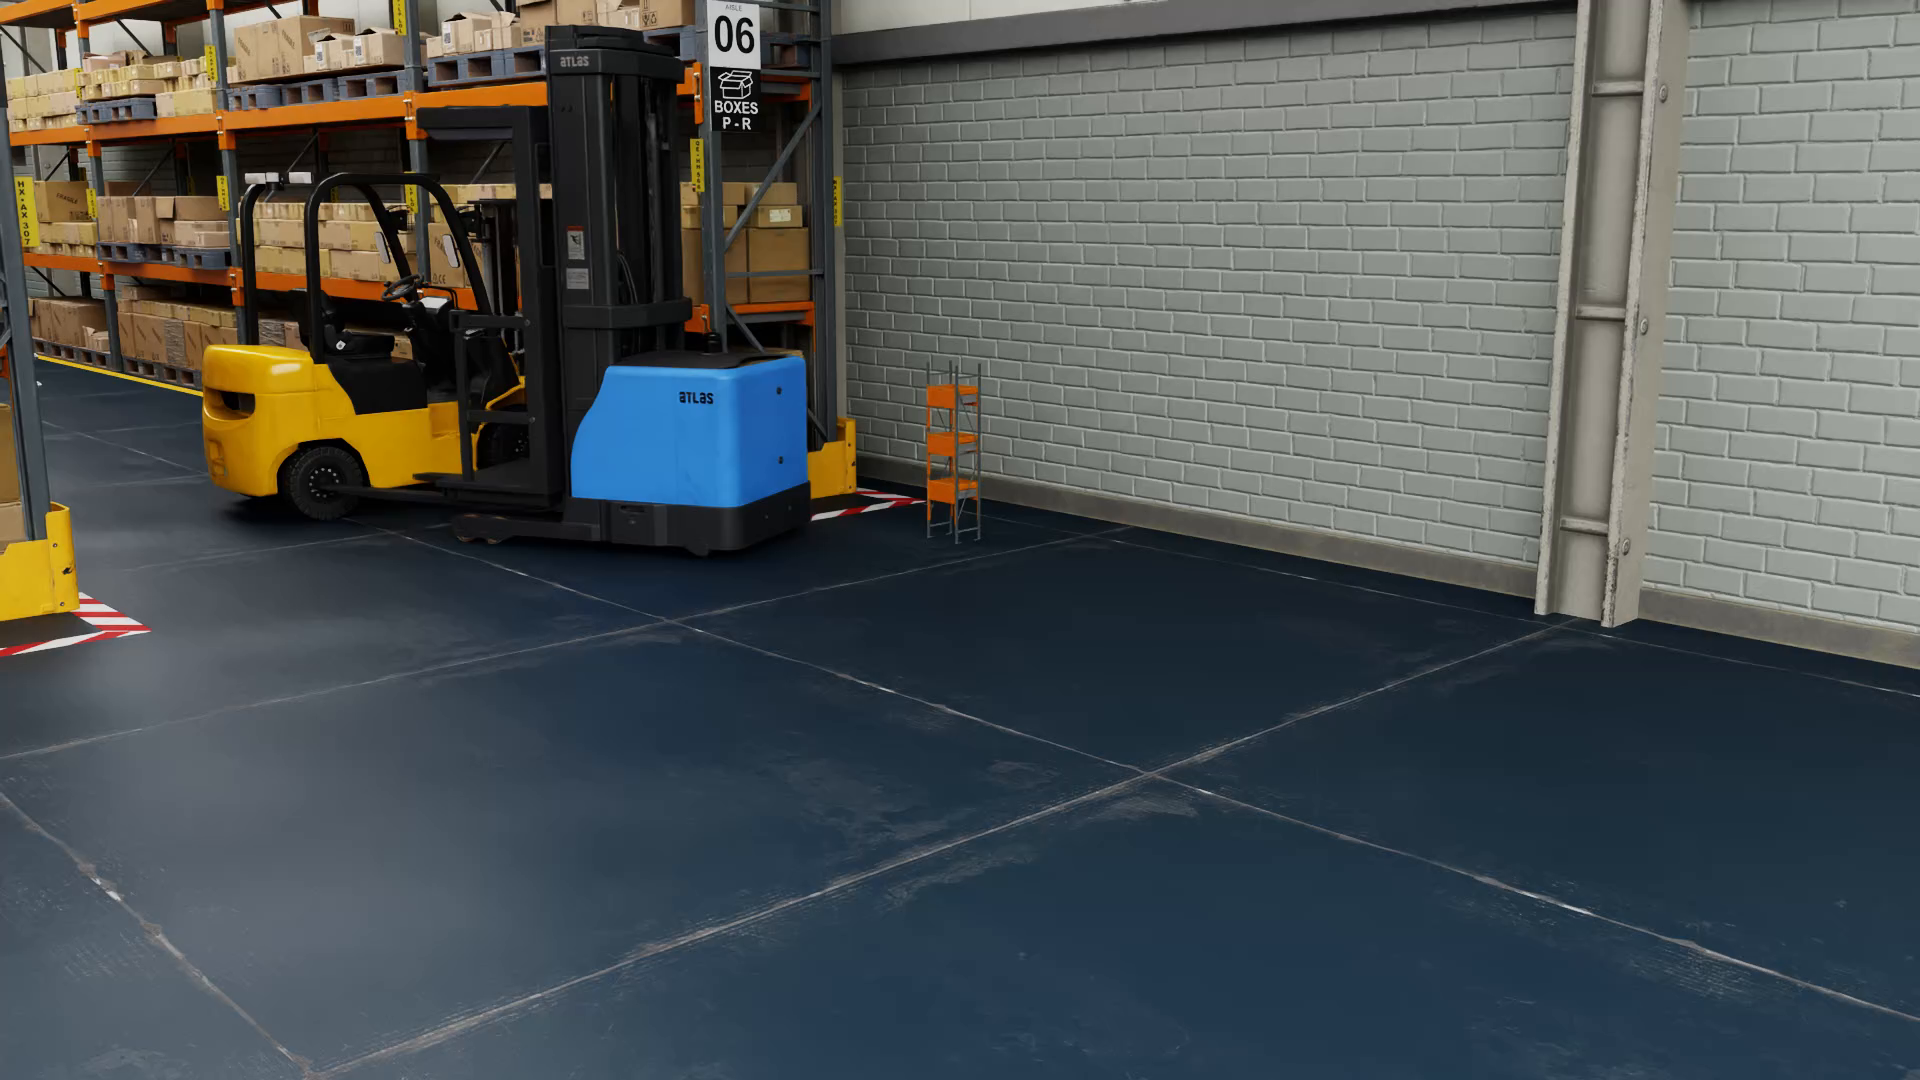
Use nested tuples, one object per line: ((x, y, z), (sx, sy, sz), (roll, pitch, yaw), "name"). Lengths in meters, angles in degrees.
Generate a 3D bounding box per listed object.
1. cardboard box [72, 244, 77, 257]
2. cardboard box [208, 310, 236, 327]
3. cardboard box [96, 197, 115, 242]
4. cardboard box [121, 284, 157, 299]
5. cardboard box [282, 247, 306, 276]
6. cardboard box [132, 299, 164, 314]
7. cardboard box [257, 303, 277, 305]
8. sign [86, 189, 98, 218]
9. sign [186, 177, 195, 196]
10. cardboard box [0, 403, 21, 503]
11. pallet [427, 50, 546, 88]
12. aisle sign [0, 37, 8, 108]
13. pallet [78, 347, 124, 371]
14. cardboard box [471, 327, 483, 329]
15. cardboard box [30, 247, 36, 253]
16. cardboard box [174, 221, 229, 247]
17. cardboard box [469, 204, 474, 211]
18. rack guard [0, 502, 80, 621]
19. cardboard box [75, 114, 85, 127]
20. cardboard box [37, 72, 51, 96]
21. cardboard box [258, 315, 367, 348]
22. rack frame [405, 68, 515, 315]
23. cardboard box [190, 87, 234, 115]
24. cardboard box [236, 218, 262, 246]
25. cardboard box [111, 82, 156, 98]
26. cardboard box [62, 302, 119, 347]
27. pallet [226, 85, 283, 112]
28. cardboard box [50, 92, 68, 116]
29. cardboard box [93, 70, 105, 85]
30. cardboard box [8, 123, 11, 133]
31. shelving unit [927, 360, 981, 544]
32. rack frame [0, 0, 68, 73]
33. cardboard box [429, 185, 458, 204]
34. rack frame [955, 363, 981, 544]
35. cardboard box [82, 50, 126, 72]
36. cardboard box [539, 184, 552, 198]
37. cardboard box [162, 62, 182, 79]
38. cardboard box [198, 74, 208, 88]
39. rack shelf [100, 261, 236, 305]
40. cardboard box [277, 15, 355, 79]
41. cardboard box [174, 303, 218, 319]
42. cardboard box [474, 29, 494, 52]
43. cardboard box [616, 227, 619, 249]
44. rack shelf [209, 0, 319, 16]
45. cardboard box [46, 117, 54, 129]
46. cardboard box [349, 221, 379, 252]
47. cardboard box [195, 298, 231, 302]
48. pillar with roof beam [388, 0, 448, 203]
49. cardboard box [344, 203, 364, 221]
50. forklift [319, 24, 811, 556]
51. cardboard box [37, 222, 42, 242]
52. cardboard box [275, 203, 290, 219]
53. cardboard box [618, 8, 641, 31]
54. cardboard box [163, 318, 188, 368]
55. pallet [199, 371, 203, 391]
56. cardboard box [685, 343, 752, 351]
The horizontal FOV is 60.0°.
((-10.493, -3.503, 20.101), (0.380, 0.149, 0.250), (-10, 16, -41), "cardboard box")
((-7.509, -2.290, 17.141), (0.250, 0.149, 0.380), (11, 16, 42), "cardboard box")
((-9.364, -3.656, 18.933), (0.700, 0.500, 0.500), (-10, 16, -41), "cardboard box")
((-9.437, -2.867, 19.201), (0.380, 0.149, 0.250), (-11, 16, -44), "cardboard box")
((-5.939, -2.598, 15.462), (0.500, 0.250, 0.500), (11, 16, 43), "cardboard box")
((-9.233, -2.683, 19.046), (0.250, 0.149, 0.380), (11, 16, 44), "cardboard box")
((-7.638, -2.489, 18.106), (0.380, 0.149, 0.250), (-11, 16, -44), "cardboard box")
((-9.923, -3.850, 19.020), (0.100, 0.325, 0.005), (-11, 16, -43), "sign")
((-9.137, -4.148, 19.741), (0.100, 0.325, 0.005), (-11, 16, -43), "sign")
((-5.210, -0.445, 8.553), (0.500, 0.500, 0.500), (11, 16, 43), "cardboard box")
((-3.403, -3.640, 12.932), (1.003, 0.211, 1.213), (-11, 16, -43), "pallet")
((-4.569, -2.367, 7.522), (0.394, 0.787, 0.004), (-11, 16, -43), "aisle sign")
((-10.009, -2.237, 20.248), (1.003, 0.211, 1.213), (-11, 16, -43), "pallet")
((-3.904, -1.570, 13.392), (0.500, 0.250, 0.500), (-11, 16, -43), "cardboard box")
((-11.724, -3.768, 21.388), (0.380, 0.149, 0.250), (-10, 15, -41), "cardboard box")
((-7.736, -3.160, 17.147), (0.500, 0.250, 0.500), (11, 16, 42), "cardboard box")
((-3.601, -2.547, 12.985), (0.380, 0.149, 0.250), (-11, 16, -43), "cardboard box")
((-4.889, 0.154, 7.925), (1.175, 0.500, 0.348), (-11, 16, -43), "rack guard")
((-9.998, -4.860, 19.257), (0.380, 0.149, 0.250), (-11, 16, -43), "cardboard box")
((-10.759, -5.477, 20.024), (0.500, 0.250, 0.500), (-11, 16, -42), "cardboard box")
((-6.353, -1.869, 16.392), (0.875, 0.625, 0.625), (-10, 15, -41), "cardboard box")
((-4.011, -2.335, 13.812), (1.000, 3.000, 0.127), (-11, 16, -43), "rack frame")
((-7.304, -4.356, 16.558), (0.500, 0.250, 0.500), (11, 16, 43), "cardboard box")
((-6.662, -2.988, 16.114), (0.500, 0.250, 0.500), (-11, 16, -43), "cardboard box")
((-8.910, -4.856, 17.947), (0.380, 0.149, 0.250), (-11, 16, -43), "cardboard box")
((-10.665, -2.684, 20.658), (0.500, 0.500, 0.700), (11, 16, 43), "cardboard box")
((-6.240, -4.209, 15.942), (1.213, 0.211, 1.003), (-10, 15, -40), "pallet")
((-10.417, -5.154, 19.695), (0.500, 0.250, 0.500), (11, 16, 43), "cardboard box")
((-9.267, -5.073, 18.262), (0.380, 0.149, 0.250), (-11, 16, -44), "cardboard box")
((-12.046, -5.319, 21.485), (0.380, 0.149, 0.250), (-11, 16, -42), "cardboard box")
((-0.037, -0.522, 9.843), (0.215, 1.050, 0.252), (-11, 16, -43), "shelving unit")
((-12.298, -7.025, 21.708), (1.000, 3.000, 0.127), (-11, 16, -43), "rack frame")
((-4.006, -2.760, 13.280), (0.380, 0.149, 0.250), (-10, 16, -41), "cardboard box")
((0.047, -0.504, 9.757), (0.200, 1.050, 0.008), (-11, 16, -43), "rack frame")
((-9.580, -5.359, 18.628), (0.396, 0.266, 0.258), (-11, 16, -43), "cardboard box")
((-2.874, -2.549, 12.257), (0.380, 0.149, 0.250), (-11, 16, -42), "cardboard box")
((-7.945, -4.817, 17.074), (0.380, 0.149, 0.250), (-11, 16, -44), "cardboard box")
((-7.357, -4.569, 16.603), (0.250, 0.149, 0.380), (11, 16, 44), "cardboard box")
((-8.155, -2.859, 18.135), (1.077, 0.370, 4.000), (-11, 16, -43), "rack shelf")
((-5.747, -4.404, 14.882), (0.500, 0.500, 0.500), (-10, 16, -41), "cardboard box")
((-8.326, -2.495, 18.136), (0.380, 0.149, 0.250), (-11, 16, -42), "cardboard box")
((-3.390, -3.716, 12.415), (0.380, 0.149, 0.250), (-10, 15, -41), "cardboard box")
((-2.130, -1.913, 11.514), (0.500, 0.500, 0.500), (-10, 15, -41), "cardboard box")
((-5.392, -5.017, 14.737), (1.077, 0.370, 4.000), (-11, 16, -43), "rack shelf")
((-10.852, -5.052, 20.189), (0.380, 0.149, 0.250), (-11, 16, -42), "cardboard box")
((-4.896, -2.617, 14.312), (0.500, 0.250, 0.500), (11, 16, 44), "cardboard box")
((-8.518, -2.683, 19.046), (0.250, 0.149, 0.380), (11, 16, 42), "cardboard box")
((-8.335, -5.193, 12.815), (9.100, 9.000, 0.400), (-11, 16, -43), "pillar with roof beam")
((-5.143, -2.866, 14.533), (0.250, 0.149, 0.380), (11, 16, 44), "cardboard box")
((-2.479, -1.504, 9.949), (3.031, 2.935, 1.130), (4, 12, 20), "forklift")
((-11.479, -3.908, 21.081), (0.500, 0.250, 0.500), (-11, 16, -44), "cardboard box")
((-6.196, -3.089, 15.616), (0.380, 0.149, 0.250), (-11, 16, -42), "cardboard box")
((-2.041, -3.431, 11.031), (0.250, 0.149, 0.380), (11, 16, 44), "cardboard box")
((-8.295, -2.156, 18.096), (0.500, 0.500, 0.500), (11, 16, 43), "cardboard box")
((-7.262, -1.667, 17.482), (1.003, 0.211, 1.213), (-11, 16, -43), "pallet")
((-1.792, -1.269, 11.933), (0.500, 0.250, 0.500), (-11, 16, -42), "cardboard box")
